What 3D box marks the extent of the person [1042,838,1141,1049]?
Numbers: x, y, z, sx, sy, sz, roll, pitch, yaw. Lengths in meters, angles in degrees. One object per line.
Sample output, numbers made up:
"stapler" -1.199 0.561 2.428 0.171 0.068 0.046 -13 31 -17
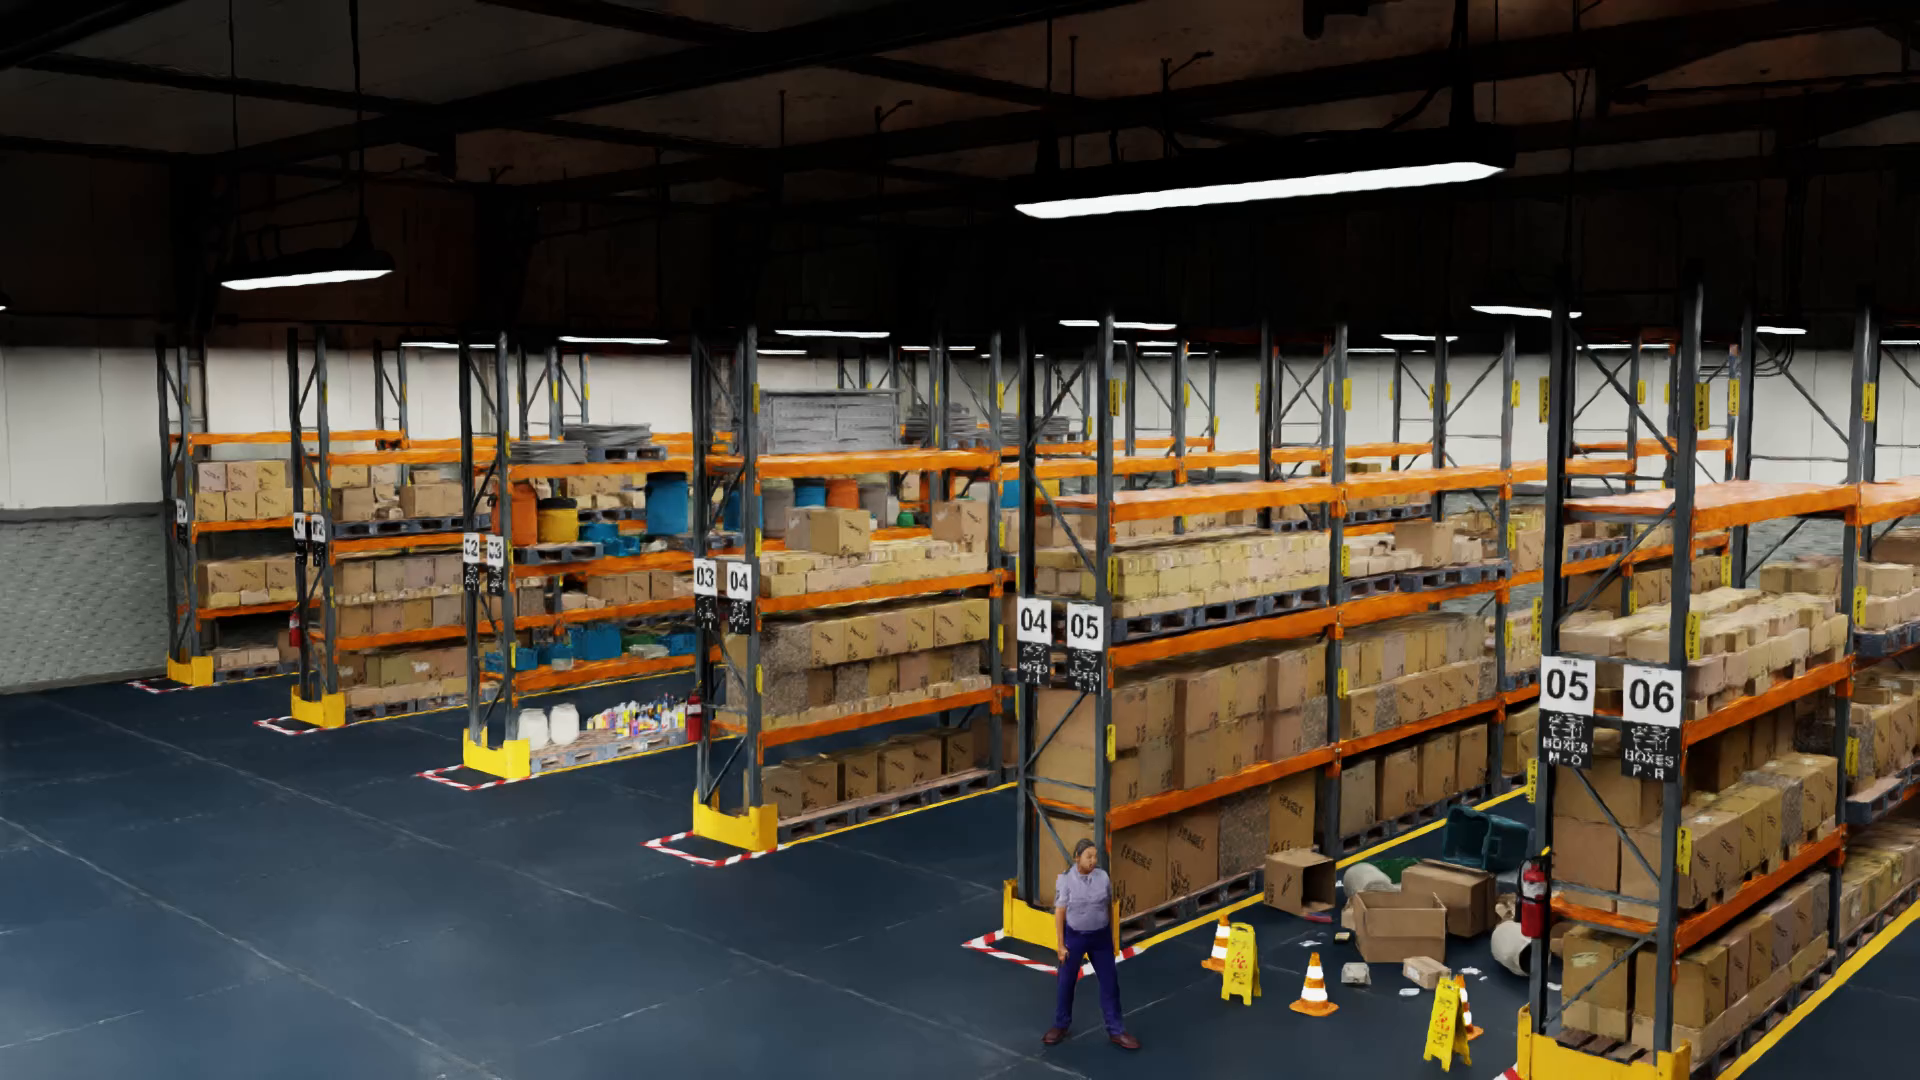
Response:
"person" 1.010 3.123 12.962 0.708 1.639 0.528 -1 6 -15
